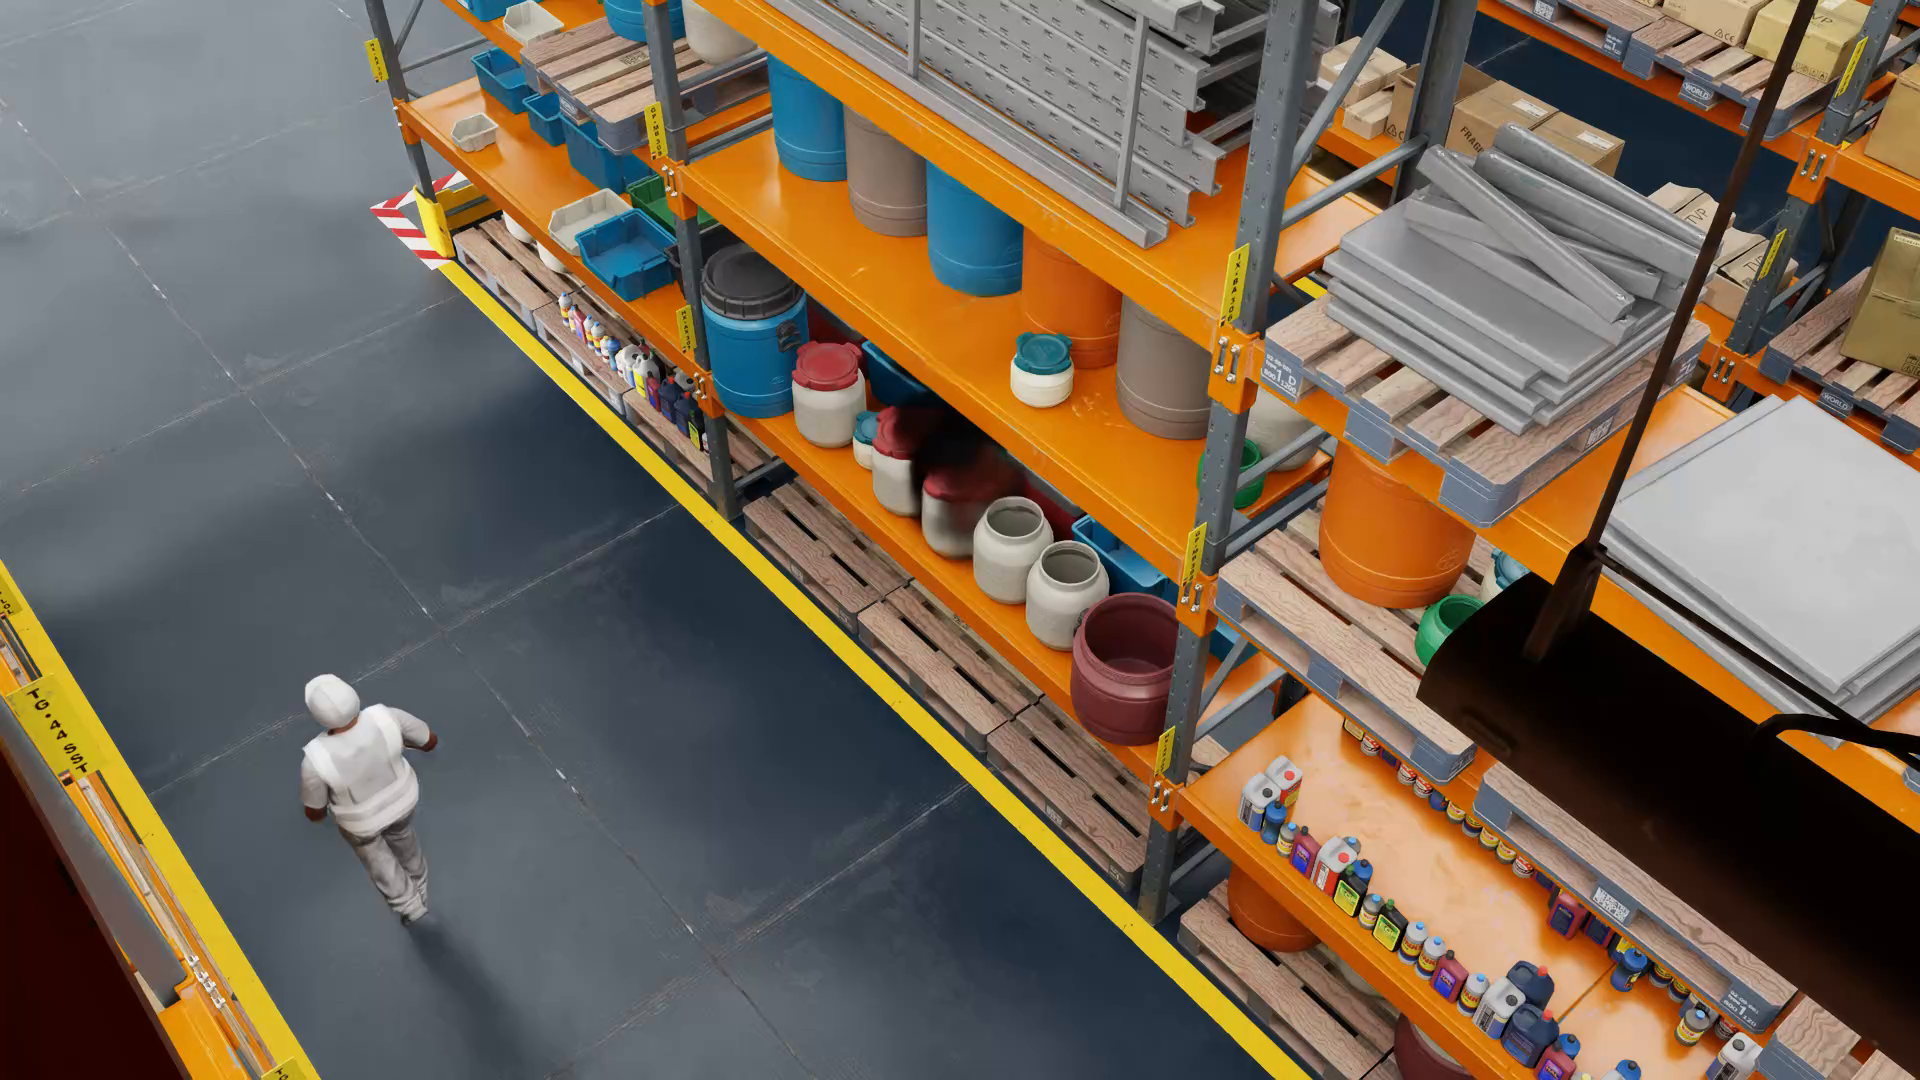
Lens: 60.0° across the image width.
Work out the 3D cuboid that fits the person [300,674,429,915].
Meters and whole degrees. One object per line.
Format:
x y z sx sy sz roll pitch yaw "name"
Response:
-2.852 1.256 8.141 0.664 1.696 0.472 -32 54 -27 "person"
